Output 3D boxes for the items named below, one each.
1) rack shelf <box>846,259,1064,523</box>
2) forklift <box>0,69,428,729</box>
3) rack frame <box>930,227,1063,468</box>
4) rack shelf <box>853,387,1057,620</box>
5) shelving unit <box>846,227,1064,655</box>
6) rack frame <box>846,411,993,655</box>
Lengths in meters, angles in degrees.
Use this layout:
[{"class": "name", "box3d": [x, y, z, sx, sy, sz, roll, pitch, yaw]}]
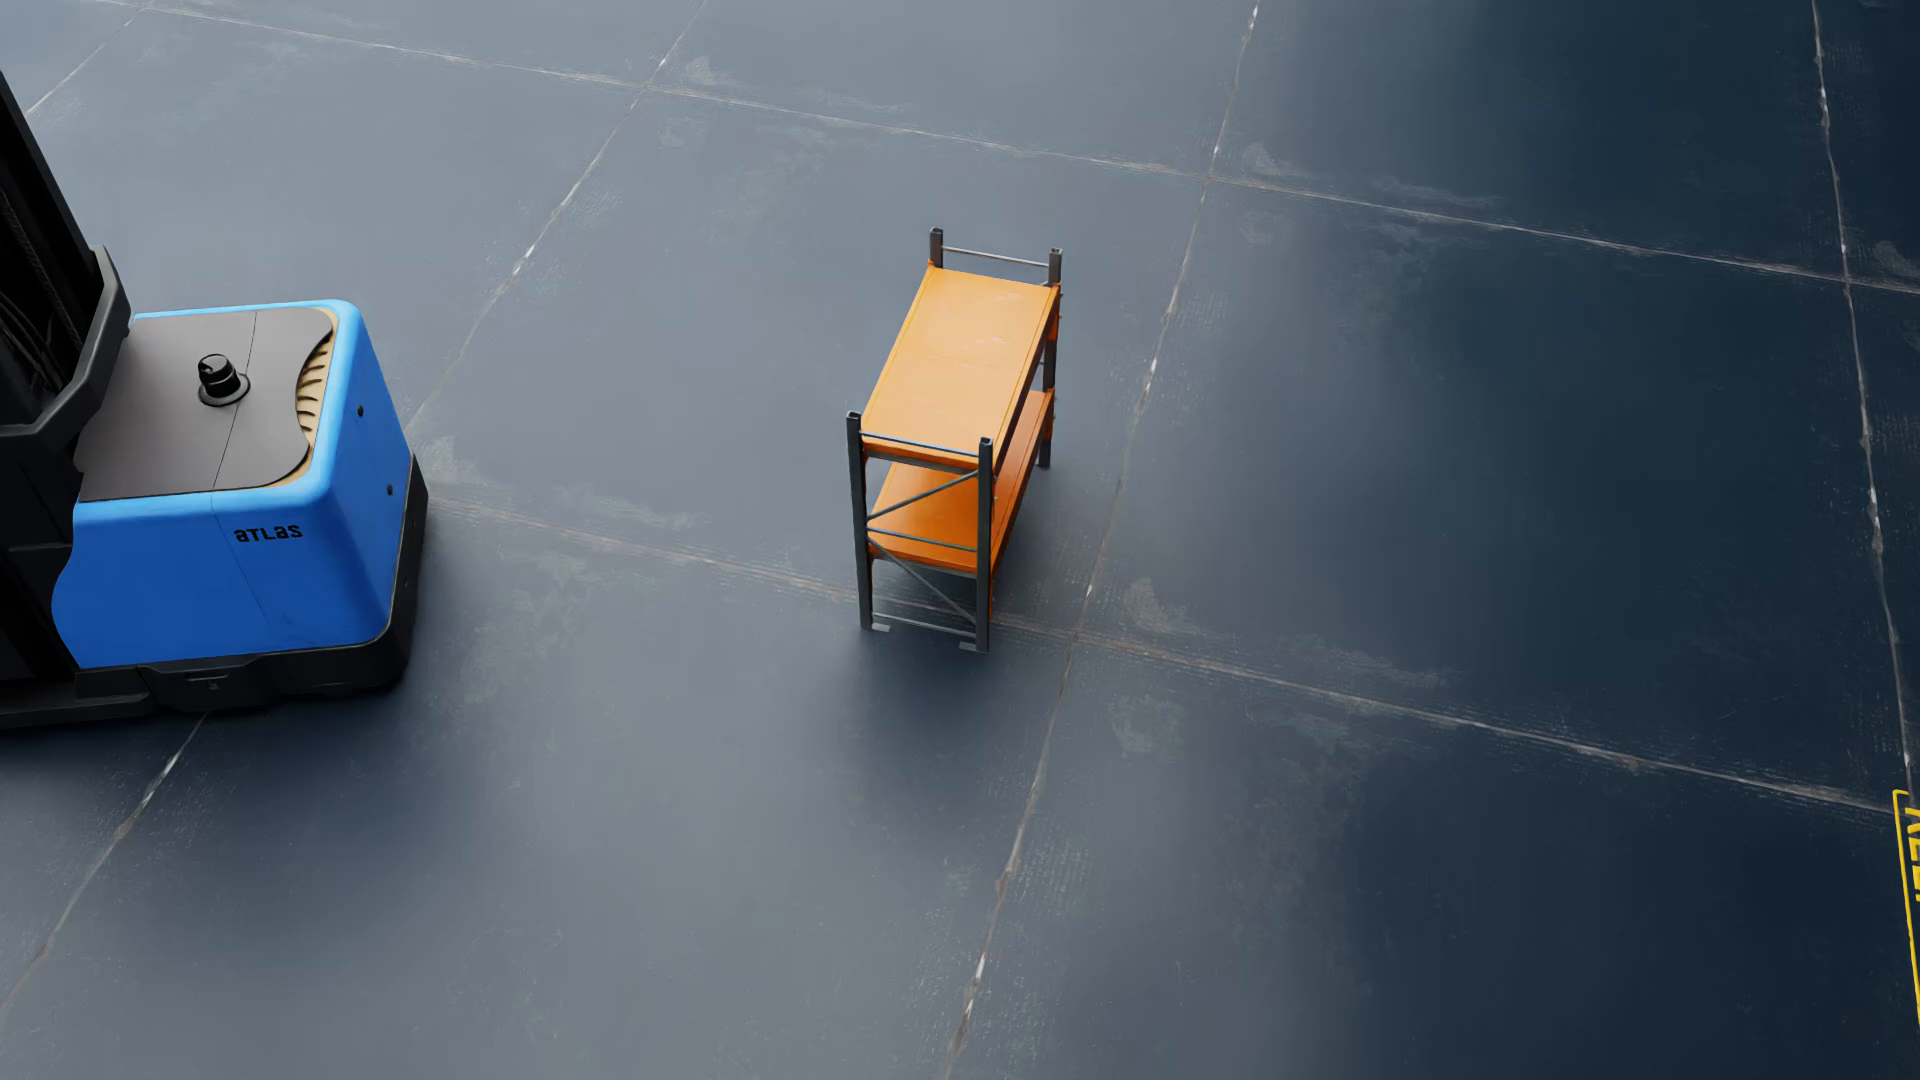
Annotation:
[{"class": "rack shelf", "box3d": [-0.002, -0.561, 6.023, 0.538, 0.278, 1.000, 12, 50, 10]}, {"class": "forklift", "box3d": [-3.606, -0.651, 5.289, 3.031, 2.935, 1.130, -5, 49, -4]}, {"class": "rack frame", "box3d": [0.132, -0.735, 6.567, 0.500, 1.125, 0.032, 12, 50, 10]}, {"class": "rack shelf", "box3d": [-0.002, -0.206, 6.426, 0.538, 0.278, 1.000, 12, 50, 10]}, {"class": "shelving unit", "box3d": [-0.002, -0.367, 6.243, 0.538, 1.125, 1.048, 12, 50, 10]}, {"class": "rack frame", "box3d": [-0.136, 0.000, 5.918, 0.500, 1.125, 0.032, 12, 50, 10]}]
